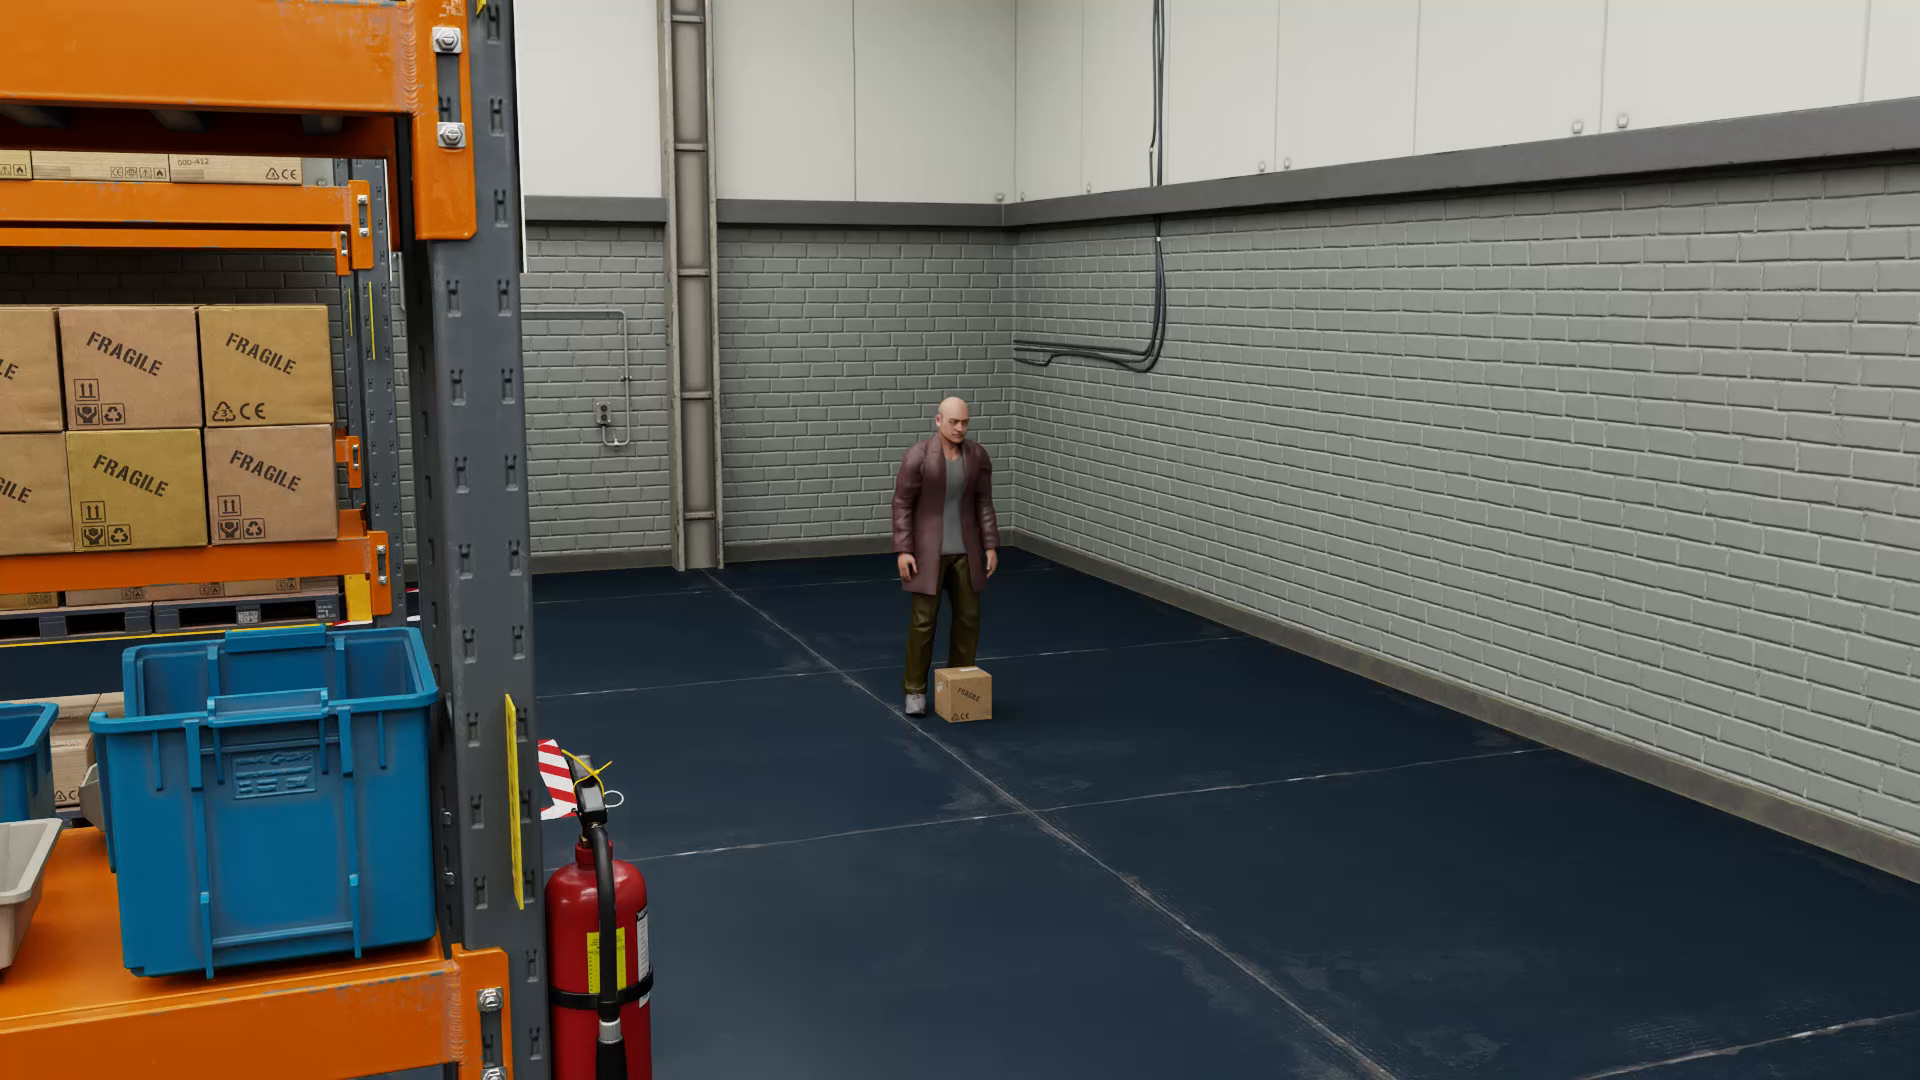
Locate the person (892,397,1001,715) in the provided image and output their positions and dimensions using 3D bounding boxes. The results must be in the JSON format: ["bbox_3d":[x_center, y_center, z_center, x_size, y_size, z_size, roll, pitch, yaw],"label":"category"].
[{"bbox_3d":[-0.076,0.075,9.416,0.653,1.774,0.416,-4,9,-22],"label":"person"}]
